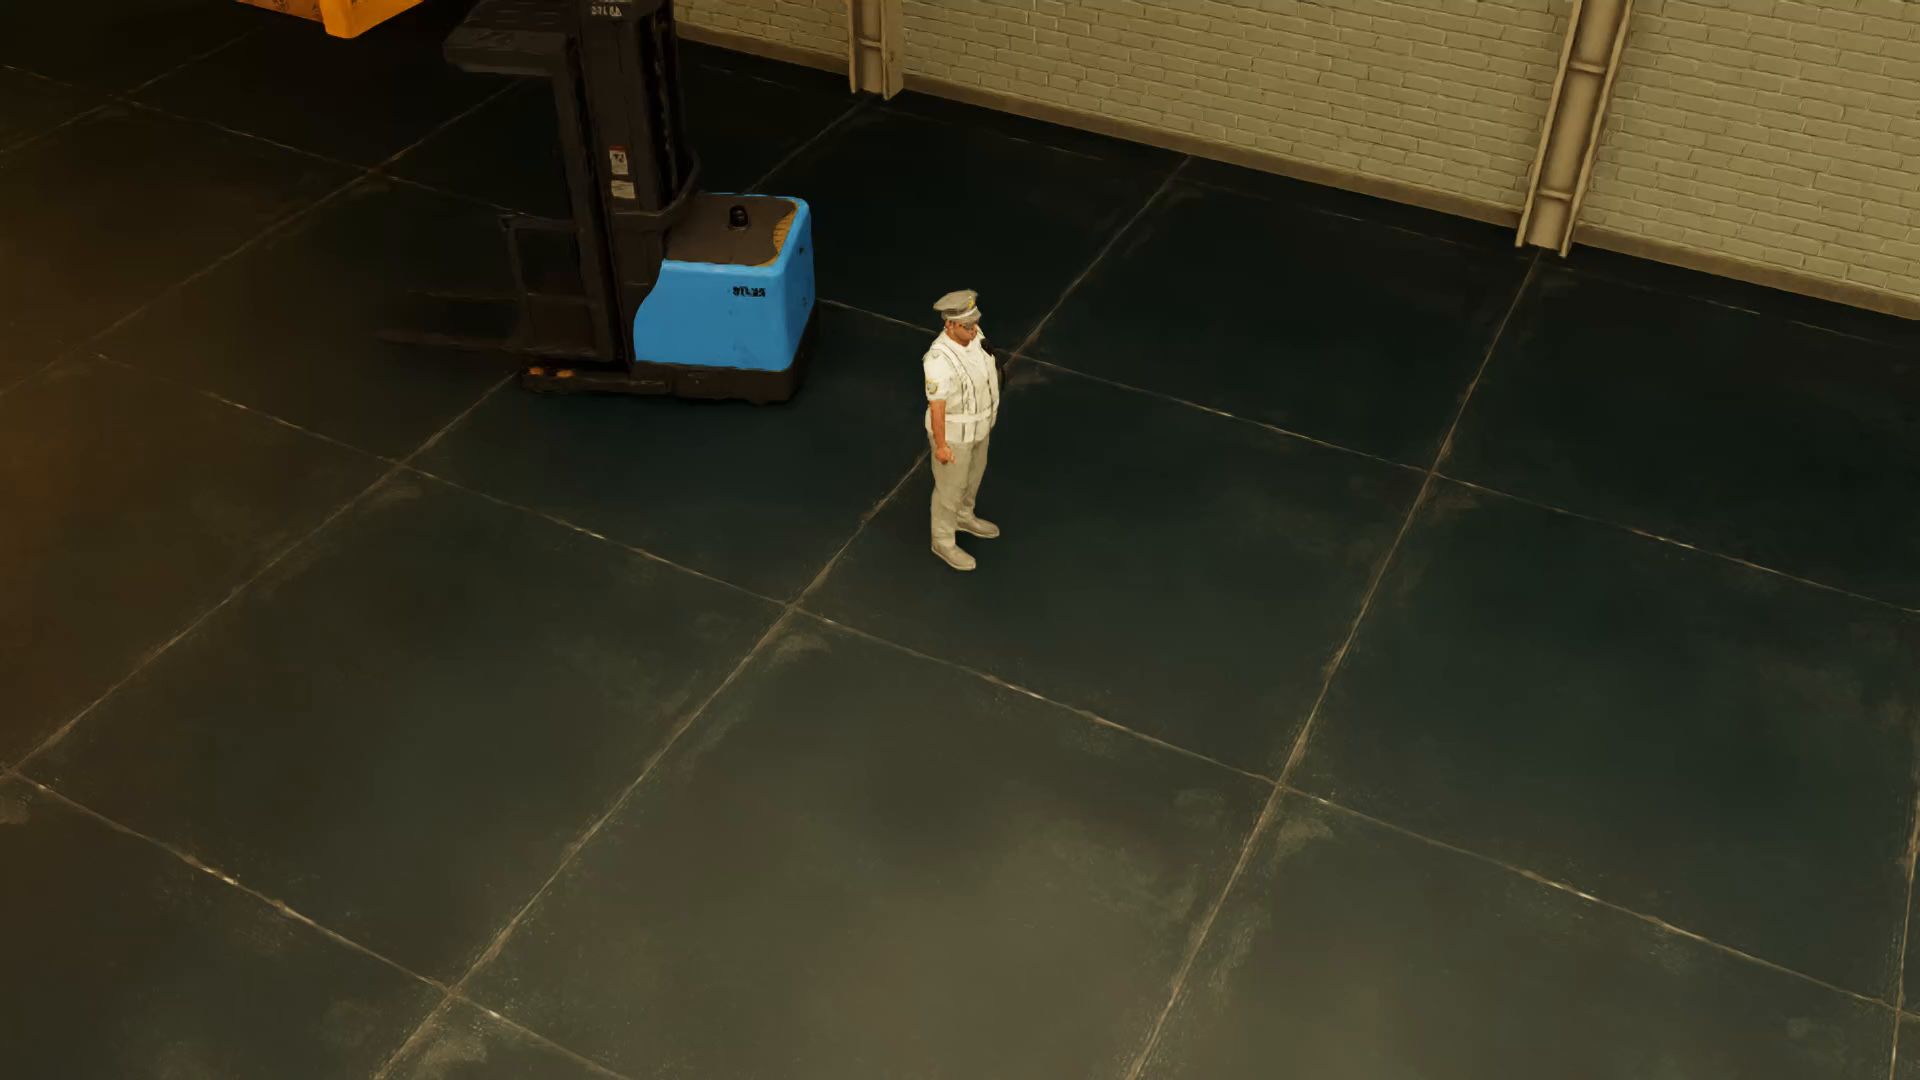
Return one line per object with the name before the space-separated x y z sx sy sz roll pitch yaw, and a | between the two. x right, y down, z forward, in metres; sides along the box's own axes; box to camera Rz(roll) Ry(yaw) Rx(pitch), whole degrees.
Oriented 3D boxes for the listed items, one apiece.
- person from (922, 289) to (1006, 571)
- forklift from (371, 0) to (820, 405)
person | 0.014 -0.673 9.686 0.396 1.773 0.523 18 43 21
forklift | -2.569 -2.460 10.908 3.031 2.935 1.130 5 40 6
